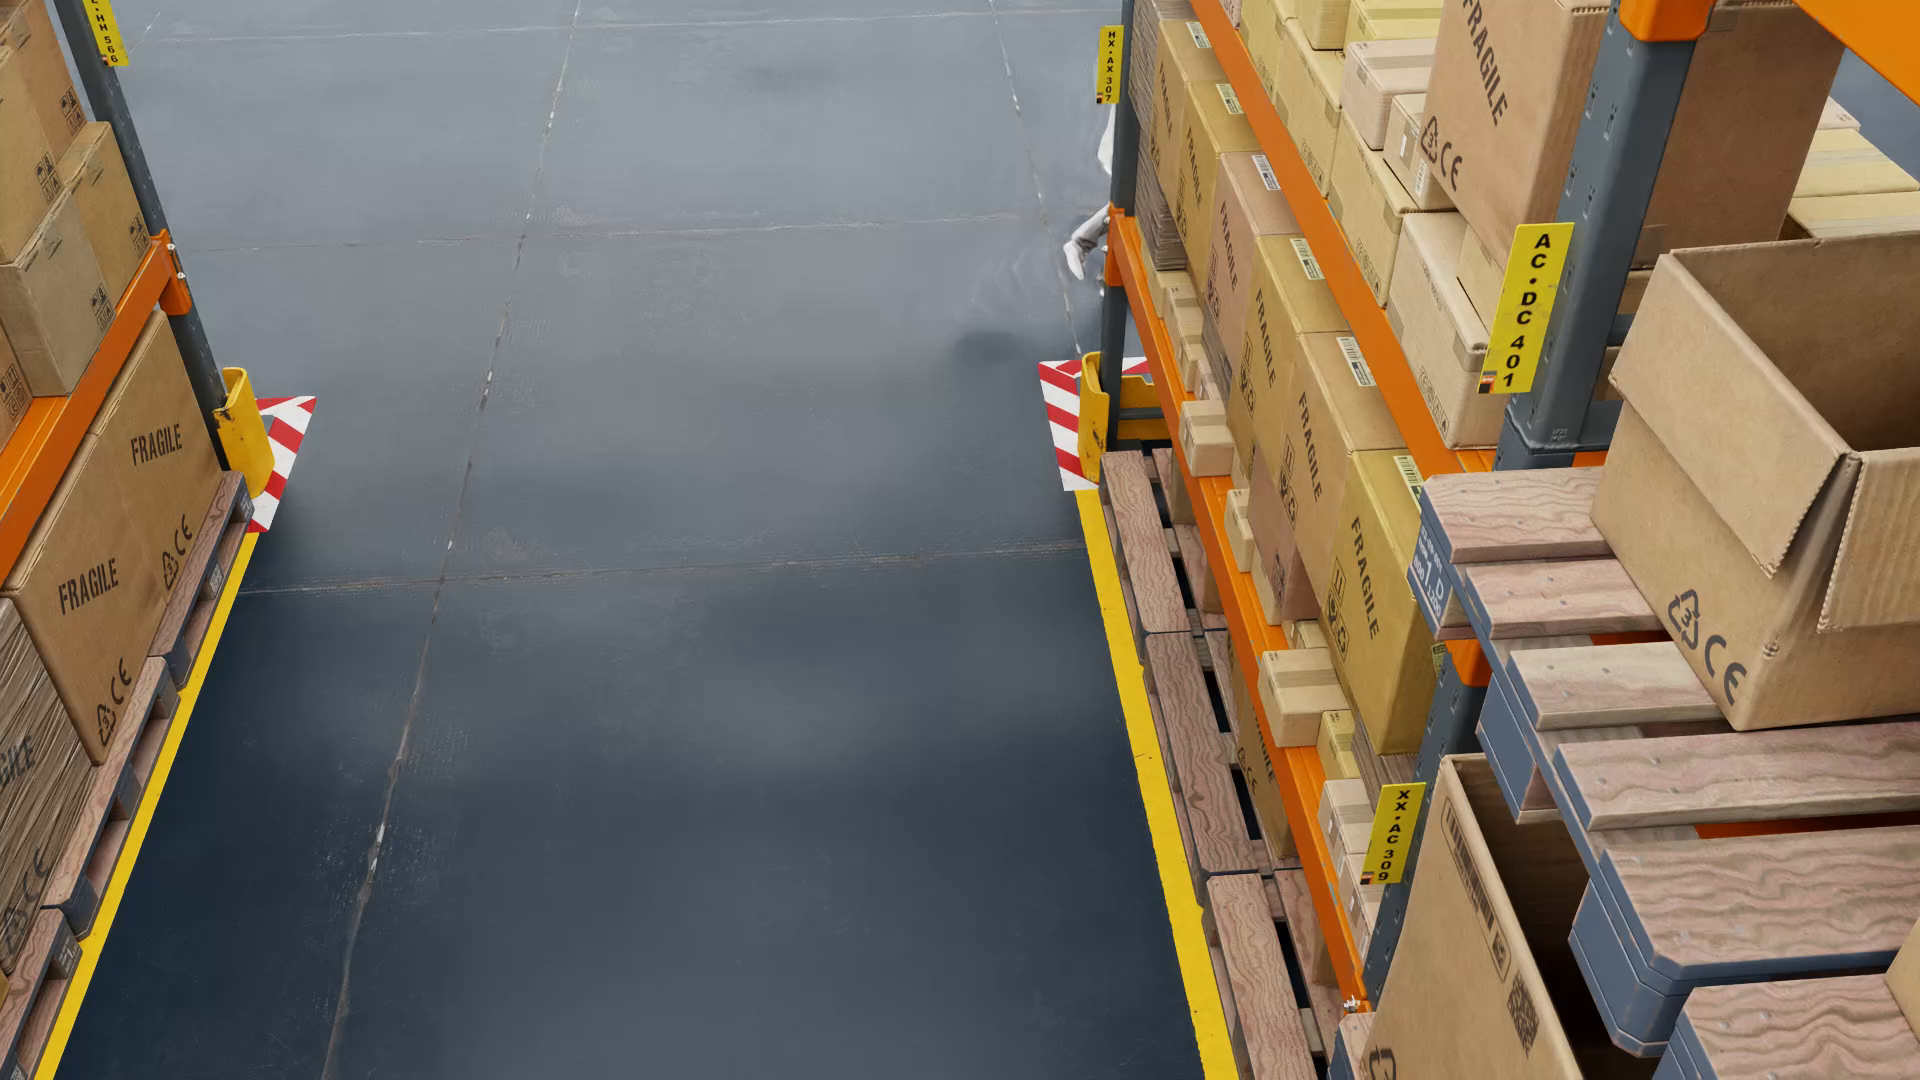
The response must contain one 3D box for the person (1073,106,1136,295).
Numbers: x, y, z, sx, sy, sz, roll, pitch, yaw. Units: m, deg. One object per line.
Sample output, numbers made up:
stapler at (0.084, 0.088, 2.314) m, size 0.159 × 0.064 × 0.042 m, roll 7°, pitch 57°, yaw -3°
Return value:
person at (0.871, -1.912, 8.447) m, size 0.445 × 1.569 × 0.469 m, roll -12°, pitch 41°, yaw -14°
